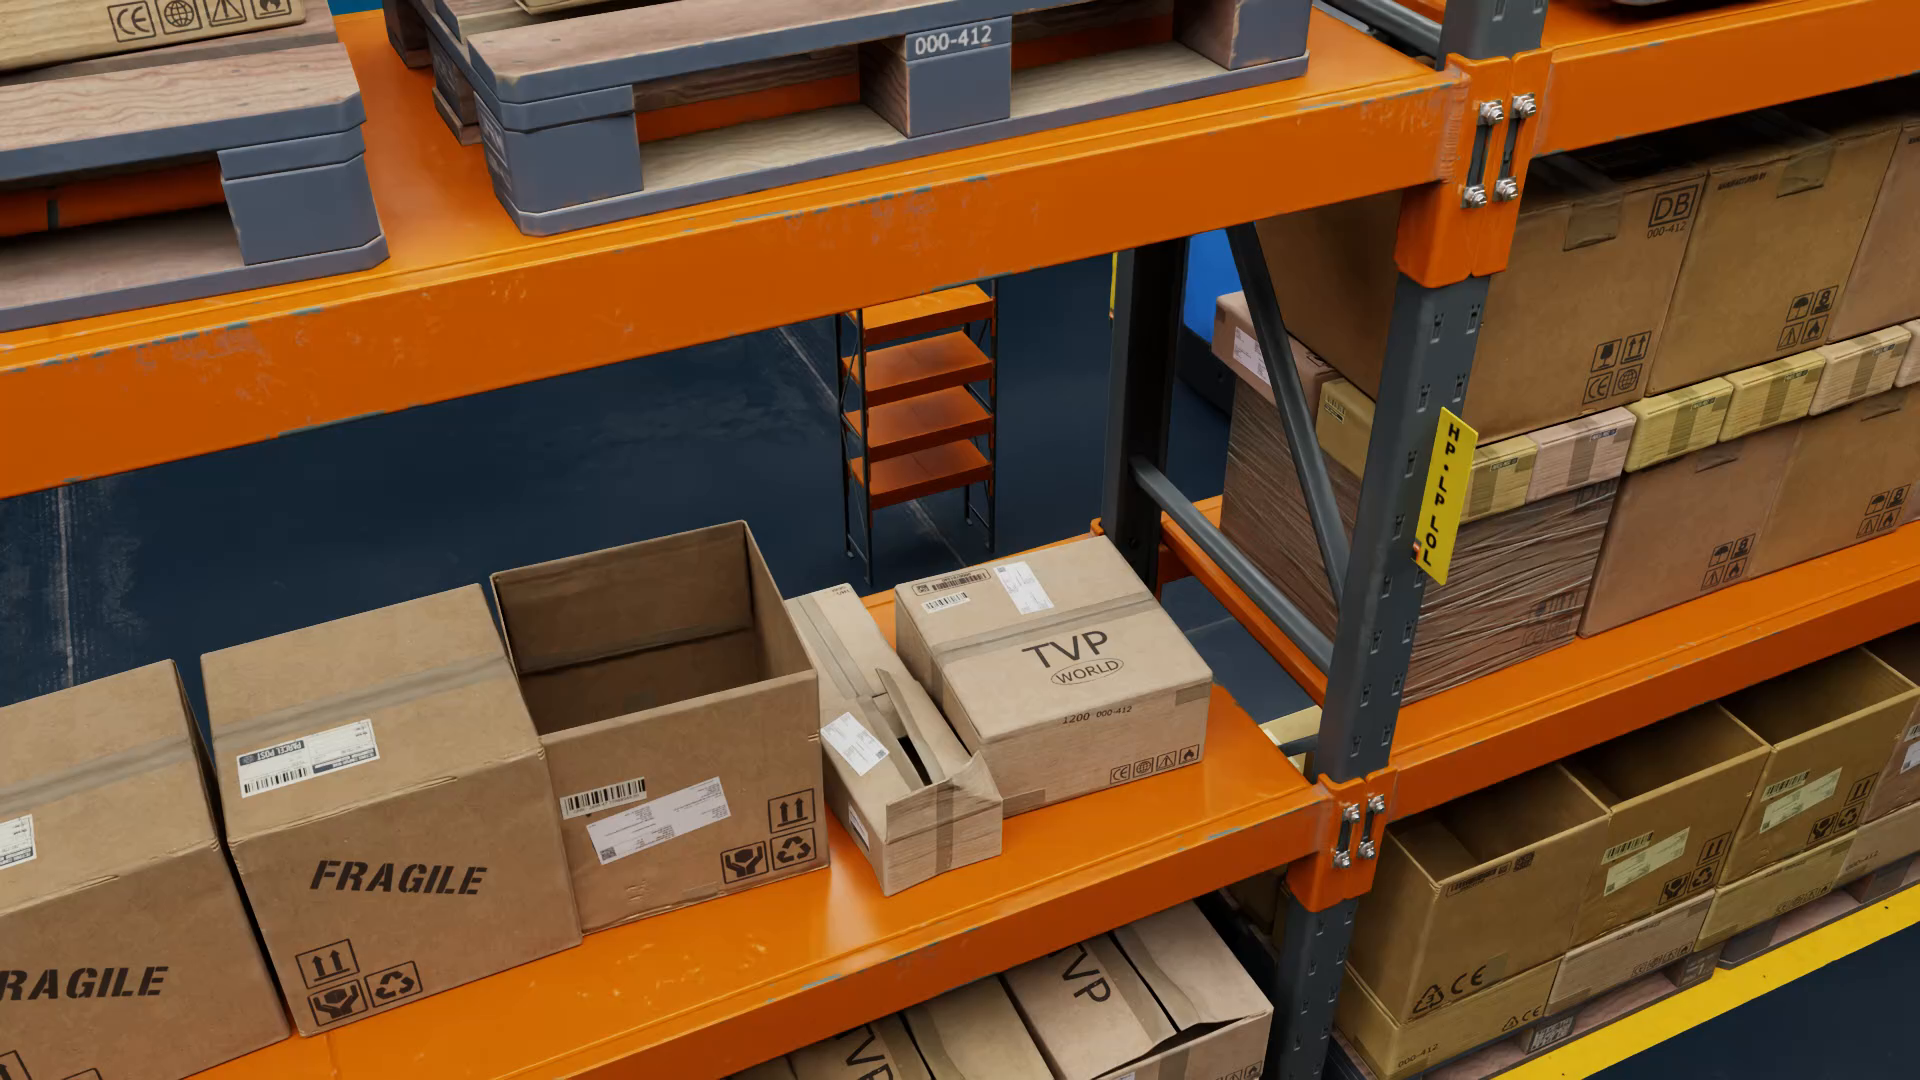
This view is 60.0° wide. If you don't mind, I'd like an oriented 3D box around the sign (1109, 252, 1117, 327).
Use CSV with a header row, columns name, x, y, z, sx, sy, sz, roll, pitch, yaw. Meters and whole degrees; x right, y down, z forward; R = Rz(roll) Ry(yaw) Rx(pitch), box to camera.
name,x,y,z,sx,sy,sz,roll,pitch,yaw
sign,0.372,-0.610,3.762,0.005,0.325,0.100,-16,39,-20

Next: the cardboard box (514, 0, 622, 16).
name,x,y,z,sx,sy,sz,roll,pitch,yaw
cardboard box,-0.449,-0.954,2.273,0.500,0.250,0.500,-20,41,-24

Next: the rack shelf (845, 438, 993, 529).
name,x,y,z,sx,sy,sz,roll,pitch,yaw
rack shelf,-0.150,-0.226,5.994,0.480,0.148,0.258,-16,39,-20

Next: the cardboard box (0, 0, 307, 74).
name,x,y,z,sx,sy,sz,roll,pitch,yaw
cardboard box,-1.148,-0.794,2.058,0.500,0.250,0.500,-19,41,-24

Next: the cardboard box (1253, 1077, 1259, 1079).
name,x,y,z,sx,sy,sz,roll,pitch,yaw
cardboard box,0.357,1.265,3.982,0.500,0.250,0.500,-16,39,-20

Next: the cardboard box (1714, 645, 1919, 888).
name,x,y,z,sx,sy,sz,roll,pitch,yaw
cardboard box,2.067,0.501,4.383,0.500,0.500,0.500,-16,39,-20

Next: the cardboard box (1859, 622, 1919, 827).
name,x,y,z,sx,sy,sz,roll,pitch,yaw
cardboard box,2.519,0.373,4.555,0.500,0.500,0.500,-16,39,-20

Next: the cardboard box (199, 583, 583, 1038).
name,x,y,z,sx,sy,sz,roll,pitch,yaw
cardboard box,-1.023,0.474,3.009,0.500,0.500,0.500,-16,39,-20

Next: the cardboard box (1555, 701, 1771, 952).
name,x,y,z,sx,sy,sz,roll,pitch,yaw
cardboard box,1.611,0.623,4.218,0.500,0.500,0.500,-16,39,-20

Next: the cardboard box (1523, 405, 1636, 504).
name,x,y,z,sx,sy,sz,roll,pitch,yaw
cardboard box,1.162,-0.260,3.454,0.250,0.149,0.380,-15,39,-19

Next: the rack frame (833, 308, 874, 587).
name,x,y,z,sx,sy,sz,roll,pitch,yaw
rack frame,-0.371,-0.378,5.753,0.015,1.200,0.240,-16,39,-20

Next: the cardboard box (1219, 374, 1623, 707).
name,x,y,z,sx,sy,sz,roll,pitch,yaw
cardboard box,1.008,-0.088,3.766,0.500,0.500,0.700,-17,40,-21

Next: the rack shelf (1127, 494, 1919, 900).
name,x,y,z,sx,sy,sz,roll,pitch,yaw
rack shelf,2.420,-0.149,4.537,4.000,0.370,1.077,-16,39,-20

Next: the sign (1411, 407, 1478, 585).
name,x,y,z,sx,sy,sz,roll,pitch,yaw
sign,0.849,-0.075,2.927,0.005,0.325,0.100,-16,39,-20

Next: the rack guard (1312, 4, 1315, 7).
name,x,y,z,sx,sy,sz,roll,pitch,yaw
rack guard,2.080,-2.568,9.292,0.348,0.500,1.175,-16,39,-20

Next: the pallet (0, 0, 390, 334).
name,x,y,z,sx,sy,sz,roll,pitch,yaw
pallet,-1.424,-0.553,2.118,1.213,0.211,1.003,-14,39,-18

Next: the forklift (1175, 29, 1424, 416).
name,x,y,z,sx,sy,sz,roll,pitch,yaw
forklift,2.456,-2.042,6.543,3.031,2.935,1.130,-19,40,-23

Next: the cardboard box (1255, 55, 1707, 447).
name,x,y,z,sx,sy,sz,roll,pitch,yaw
cardboard box,1.008,-0.609,3.380,0.500,0.500,0.700,-15,39,-20

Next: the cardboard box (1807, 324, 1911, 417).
name,x,y,z,sx,sy,sz,roll,pitch,yaw
cardboard box,1.859,-0.455,3.717,0.250,0.149,0.380,-17,40,-21

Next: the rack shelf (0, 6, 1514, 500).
name,x,y,z,sx,sy,sz,roll,pitch,yaw
rack shelf,-1.201,-0.341,2.278,4.000,0.370,1.077,-16,39,-20

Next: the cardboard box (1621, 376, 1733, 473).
name,x,y,z,sx,sy,sz,roll,pitch,yaw
cardboard box,1.395,-0.326,3.543,0.250,0.149,0.380,-17,40,-21

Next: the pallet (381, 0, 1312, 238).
name,x,y,z,sx,sy,sz,roll,pitch,yaw
pallet,-0.184,-0.829,2.493,1.217,0.209,0.805,-17,40,-22

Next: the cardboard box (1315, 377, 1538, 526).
name,x,y,z,sx,sy,sz,roll,pitch,yaw
cardboard box,0.935,-0.196,3.368,0.250,0.149,0.380,-16,39,-20

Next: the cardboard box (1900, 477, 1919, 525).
name,x,y,z,sx,sy,sz,roll,pitch,yaw
cardboard box,2.402,-0.480,4.295,0.500,0.500,0.700,-14,39,-19

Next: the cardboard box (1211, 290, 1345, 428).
name,x,y,z,sx,sy,sz,roll,pitch,yaw
cardboard box,0.764,-0.417,3.666,0.250,0.149,0.380,-16,39,-20

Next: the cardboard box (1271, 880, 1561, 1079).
name,x,y,z,sx,sy,sz,roll,pitch,yaw
cardboard box,1.158,1.050,4.272,0.500,0.250,0.500,-16,39,-20

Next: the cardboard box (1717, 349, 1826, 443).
name,x,y,z,sx,sy,sz,roll,pitch,yaw
cardboard box,1.632,-0.393,3.633,0.250,0.149,0.380,-16,39,-20

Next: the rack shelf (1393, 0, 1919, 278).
name,x,y,z,sx,sy,sz,roll,pitch,yaw
rack shelf,2.420,-1.354,3.643,4.000,0.370,1.077,-16,39,-20

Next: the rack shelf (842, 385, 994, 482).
name,x,y,z,sx,sy,sz,roll,pitch,yaw
rack shelf,-0.150,-0.386,5.876,0.480,0.148,0.258,-16,39,-20

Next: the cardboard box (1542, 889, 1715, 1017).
name,x,y,z,sx,sy,sz,roll,pitch,yaw
cardboard box,1.613,0.926,4.439,0.500,0.250,0.500,-16,39,-20

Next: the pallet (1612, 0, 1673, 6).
name,x,y,z,sx,sy,sz,roll,pitch,yaw
pallet,1.370,-1.331,3.083,1.213,0.211,1.003,-16,39,-20

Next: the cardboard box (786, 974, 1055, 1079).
name,x,y,z,sx,sy,sz,roll,pitch,yaw
cardboard box,-0.104,1.171,3.638,0.500,0.311,0.500,-15,39,-19

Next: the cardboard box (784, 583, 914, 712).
name,x,y,z,sx,sy,sz,roll,pitch,yaw
cardboard box,-0.280,0.283,3.561,0.250,0.149,0.380,-16,39,-20

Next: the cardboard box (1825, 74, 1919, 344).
name,x,y,z,sx,sy,sz,roll,pitch,yaw
cardboard box,1.919,-0.864,3.724,0.500,0.500,0.700,-16,39,-20

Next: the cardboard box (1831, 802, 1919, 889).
name,x,y,z,sx,sy,sz,roll,pitch,yaw
cardboard box,2.518,0.673,4.781,0.500,0.250,0.500,-16,39,-20

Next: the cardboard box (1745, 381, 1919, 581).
name,x,y,z,sx,sy,sz,roll,pitch,yaw
cardboard box,1.939,-0.349,4.119,0.500,0.500,0.700,-15,39,-19

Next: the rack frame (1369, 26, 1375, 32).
name,x,y,z,sx,sy,sz,roll,pitch,yaw
rack frame,2.129,-3.616,8.608,0.127,3.000,1.000,-16,39,-20

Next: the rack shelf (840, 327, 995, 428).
name,x,y,z,sx,sy,sz,roll,pitch,yaw
rack shelf,-0.150,-0.566,5.743,0.480,0.148,0.258,-16,39,-20

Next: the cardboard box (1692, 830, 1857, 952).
name,x,y,z,sx,sy,sz,roll,pitch,yaw
cardboard box,2.067,0.803,4.606,0.500,0.250,0.500,-16,39,-20

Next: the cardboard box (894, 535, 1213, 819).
name,x,y,z,sx,sy,sz,roll,pitch,yaw
cardboard box,0.182,0.277,3.485,0.500,0.250,0.500,-13,39,-17

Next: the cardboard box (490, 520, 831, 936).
name,x,y,z,sx,sy,sz,roll,pitch,yaw
cardboard box,-0.570,0.347,3.180,0.500,0.500,0.500,-13,38,-17

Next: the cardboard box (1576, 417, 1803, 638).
name,x,y,z,sx,sy,sz,roll,pitch,yaw
cardboard box,1.483,-0.225,3.951,0.500,0.500,0.700,-16,39,-20

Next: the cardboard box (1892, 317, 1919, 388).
name,x,y,z,sx,sy,sz,roll,pitch,yaw
cardboard box,2.100,-0.524,3.811,0.250,0.149,0.380,-17,40,-21

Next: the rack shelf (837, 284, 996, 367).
name,x,y,z,sx,sy,sz,roll,pitch,yaw
rack shelf,-0.150,-0.756,5.602,0.480,0.148,0.258,-16,39,-20

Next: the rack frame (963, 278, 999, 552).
name,x,y,z,sx,sy,sz,roll,pitch,yaw
rack frame,0.071,-0.502,5.919,0.015,1.200,0.240,-16,39,-20

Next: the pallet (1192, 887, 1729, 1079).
name,x,y,z,sx,sy,sz,roll,pitch,yaw
pallet,1.347,1.010,4.712,1.213,0.211,1.003,-16,39,-20

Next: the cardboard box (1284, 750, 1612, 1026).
name,x,y,z,sx,sy,sz,roll,pitch,yaw
cardboard box,1.162,0.754,4.041,0.500,0.500,0.500,-16,39,-20

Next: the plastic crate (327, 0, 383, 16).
name,x,y,z,sx,sy,sz,roll,pitch,yaw
plastic crate,-2.358,-2.150,6.645,0.575,0.384,0.392,-16,39,-20

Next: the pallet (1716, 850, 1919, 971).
name,x,y,z,sx,sy,sz,roll,pitch,yaw
pallet,2.453,0.698,5.131,1.213,0.211,1.003,-16,39,-20

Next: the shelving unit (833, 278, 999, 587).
name,x,y,z,sx,sy,sz,roll,pitch,yaw
shelving unit,-0.150,-0.440,5.836,0.503,1.200,0.258,-16,39,-20

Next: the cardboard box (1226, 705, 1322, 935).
name,x,y,z,sx,sy,sz,roll,pitch,yaw
cardboard box,0.936,0.769,4.651,0.500,0.250,0.500,-16,39,-20

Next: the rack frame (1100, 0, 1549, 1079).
name,x,y,z,sx,sy,sz,roll,pitch,yaw
rack frame,0.609,0.068,3.640,0.127,3.000,1.000,-16,39,-20

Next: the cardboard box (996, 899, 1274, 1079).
name,x,y,z,sx,sy,sz,roll,pitch,yaw
cardboard box,0.364,1.036,3.820,0.500,0.311,0.500,-16,39,-20

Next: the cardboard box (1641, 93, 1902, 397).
name,x,y,z,sx,sy,sz,roll,pitch,yaw
cardboard box,1.465,-0.737,3.553,0.500,0.500,0.700,-16,39,-20

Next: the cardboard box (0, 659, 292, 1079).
name,x,y,z,sx,sy,sz,roll,pitch,yaw
cardboard box,-1.500,0.607,2.830,0.500,0.500,0.500,-18,40,-22

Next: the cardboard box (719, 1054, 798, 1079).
name,x,y,z,sx,sy,sz,roll,pitch,yaw
cardboard box,-0.557,1.296,3.470,0.500,0.311,0.500,-16,39,-20

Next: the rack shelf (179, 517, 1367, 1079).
name,x,y,z,sx,sy,sz,roll,pitch,yaw
rack shelf,-1.201,0.863,3.172,4.000,0.370,1.077,-16,39,-20

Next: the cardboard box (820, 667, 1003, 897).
name,x,y,z,sx,sy,sz,roll,pitch,yaw
cardboard box,-0.109,0.444,3.246,0.258,0.266,0.396,-17,40,-21
